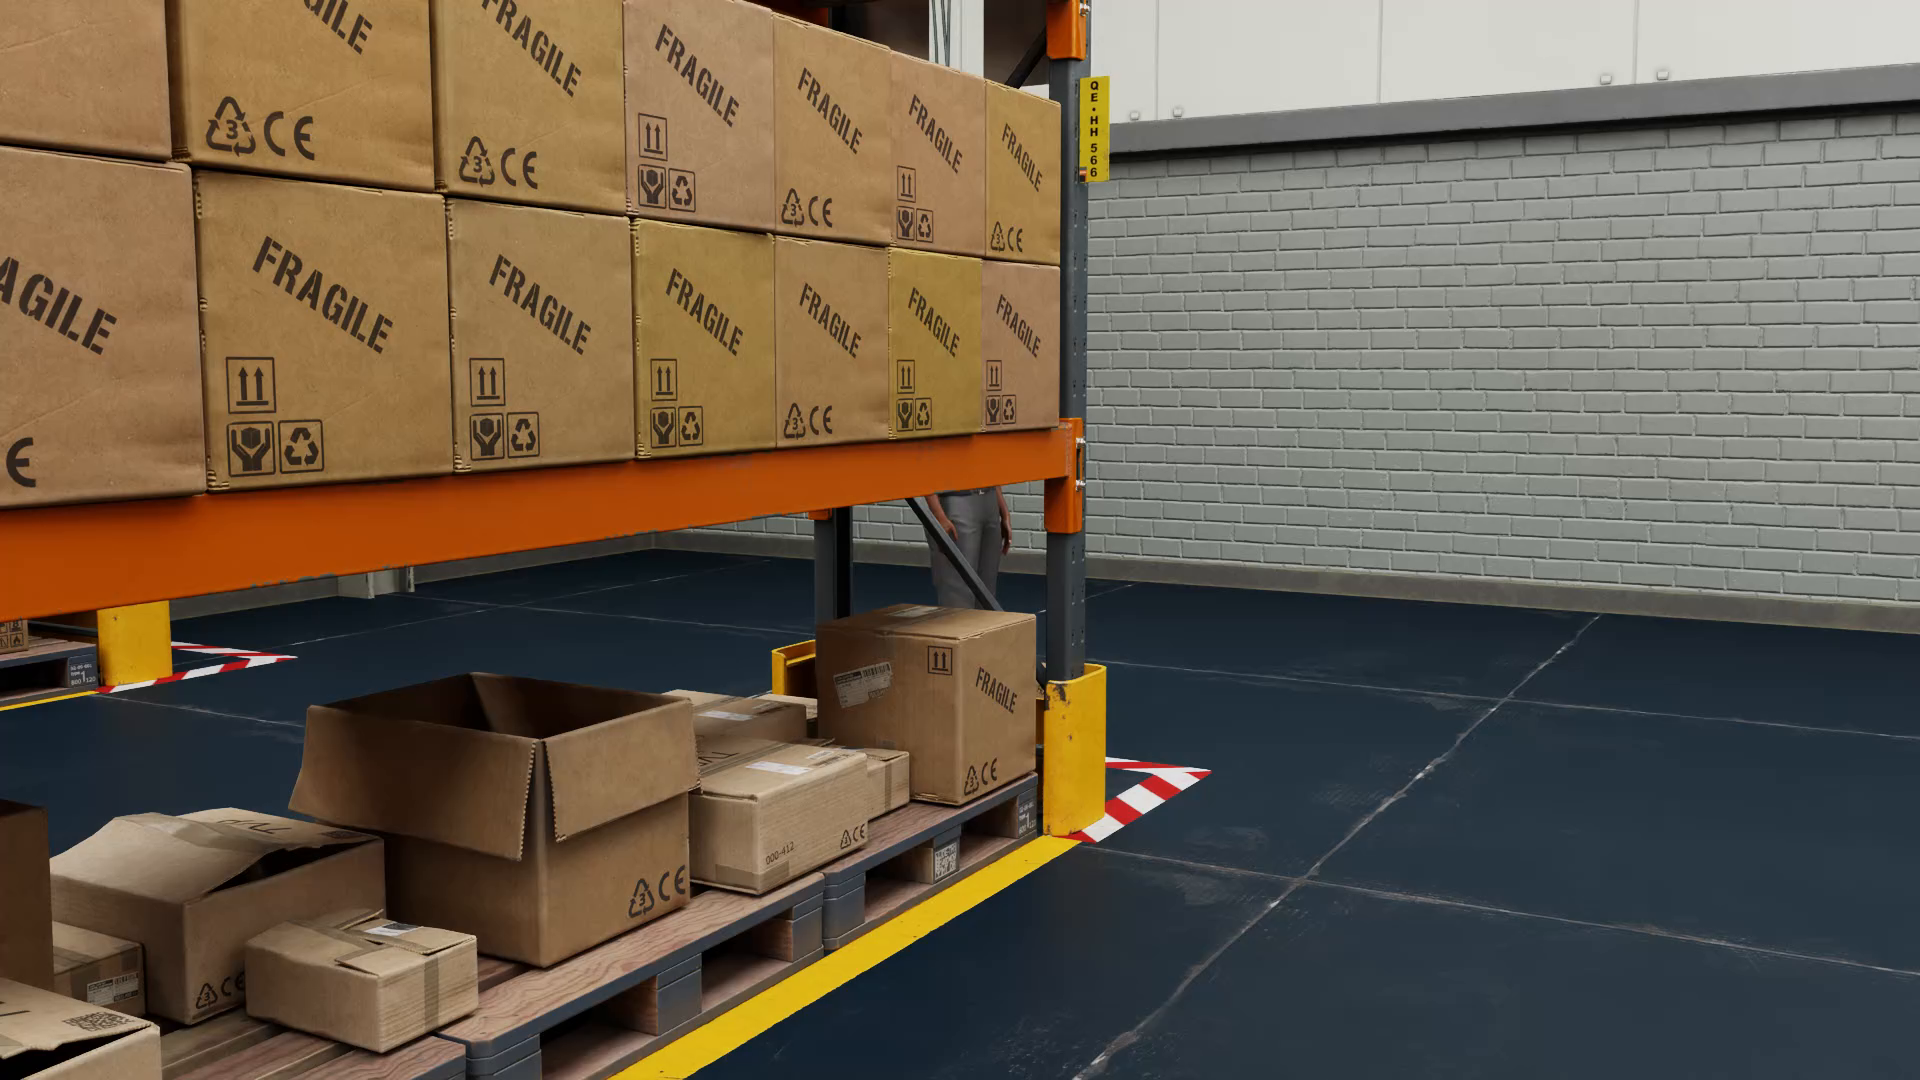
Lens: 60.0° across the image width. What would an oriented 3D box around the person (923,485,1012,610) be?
[{"bbox_3d":[0.079,-0.063,6.916,0.504,1.654,0.570,4,7,34],"label":"person"}]
